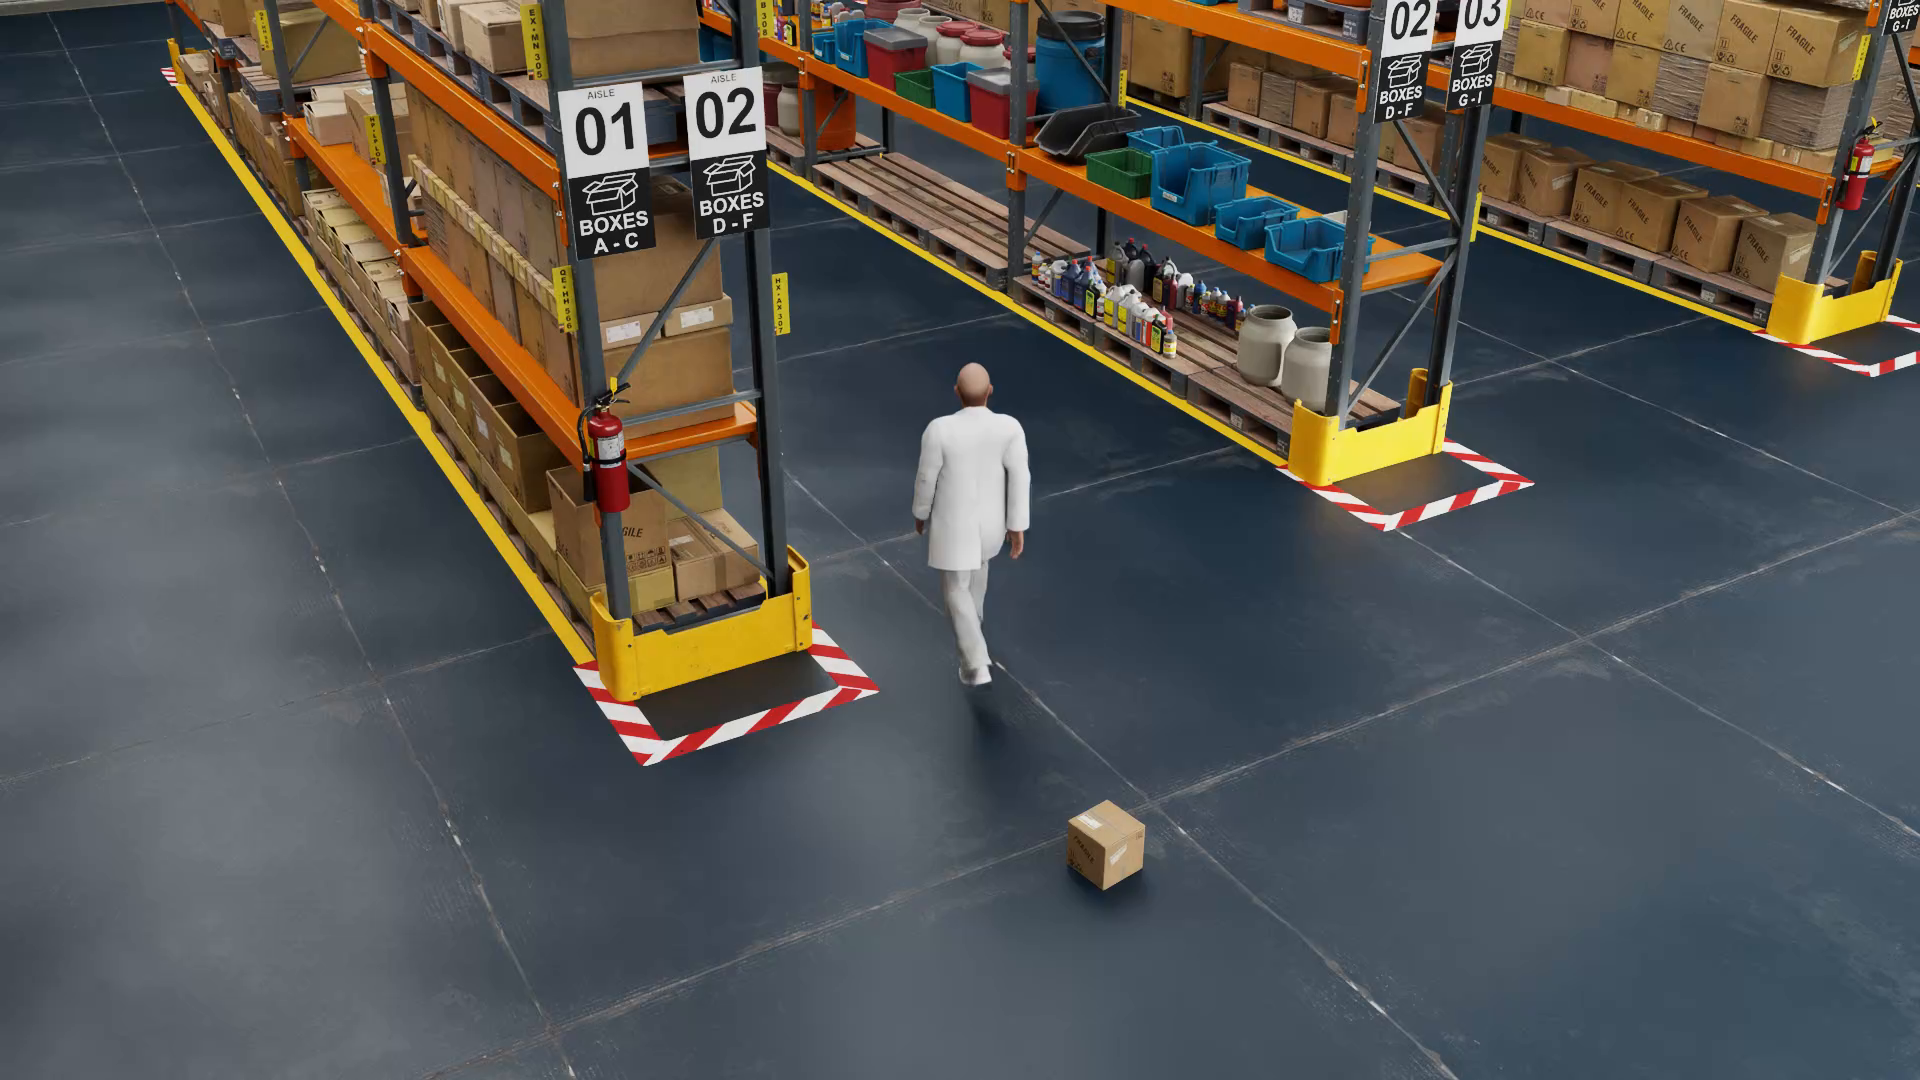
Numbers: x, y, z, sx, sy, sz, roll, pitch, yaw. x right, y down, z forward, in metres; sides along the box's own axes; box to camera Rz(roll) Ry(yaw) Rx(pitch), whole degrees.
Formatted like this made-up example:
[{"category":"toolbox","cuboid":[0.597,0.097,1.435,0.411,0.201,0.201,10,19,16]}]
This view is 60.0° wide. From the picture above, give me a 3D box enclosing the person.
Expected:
[{"category":"person","cuboid":[0.062,-0.105,8.778,0.583,1.733,1.110,-7,29,-13]}]
